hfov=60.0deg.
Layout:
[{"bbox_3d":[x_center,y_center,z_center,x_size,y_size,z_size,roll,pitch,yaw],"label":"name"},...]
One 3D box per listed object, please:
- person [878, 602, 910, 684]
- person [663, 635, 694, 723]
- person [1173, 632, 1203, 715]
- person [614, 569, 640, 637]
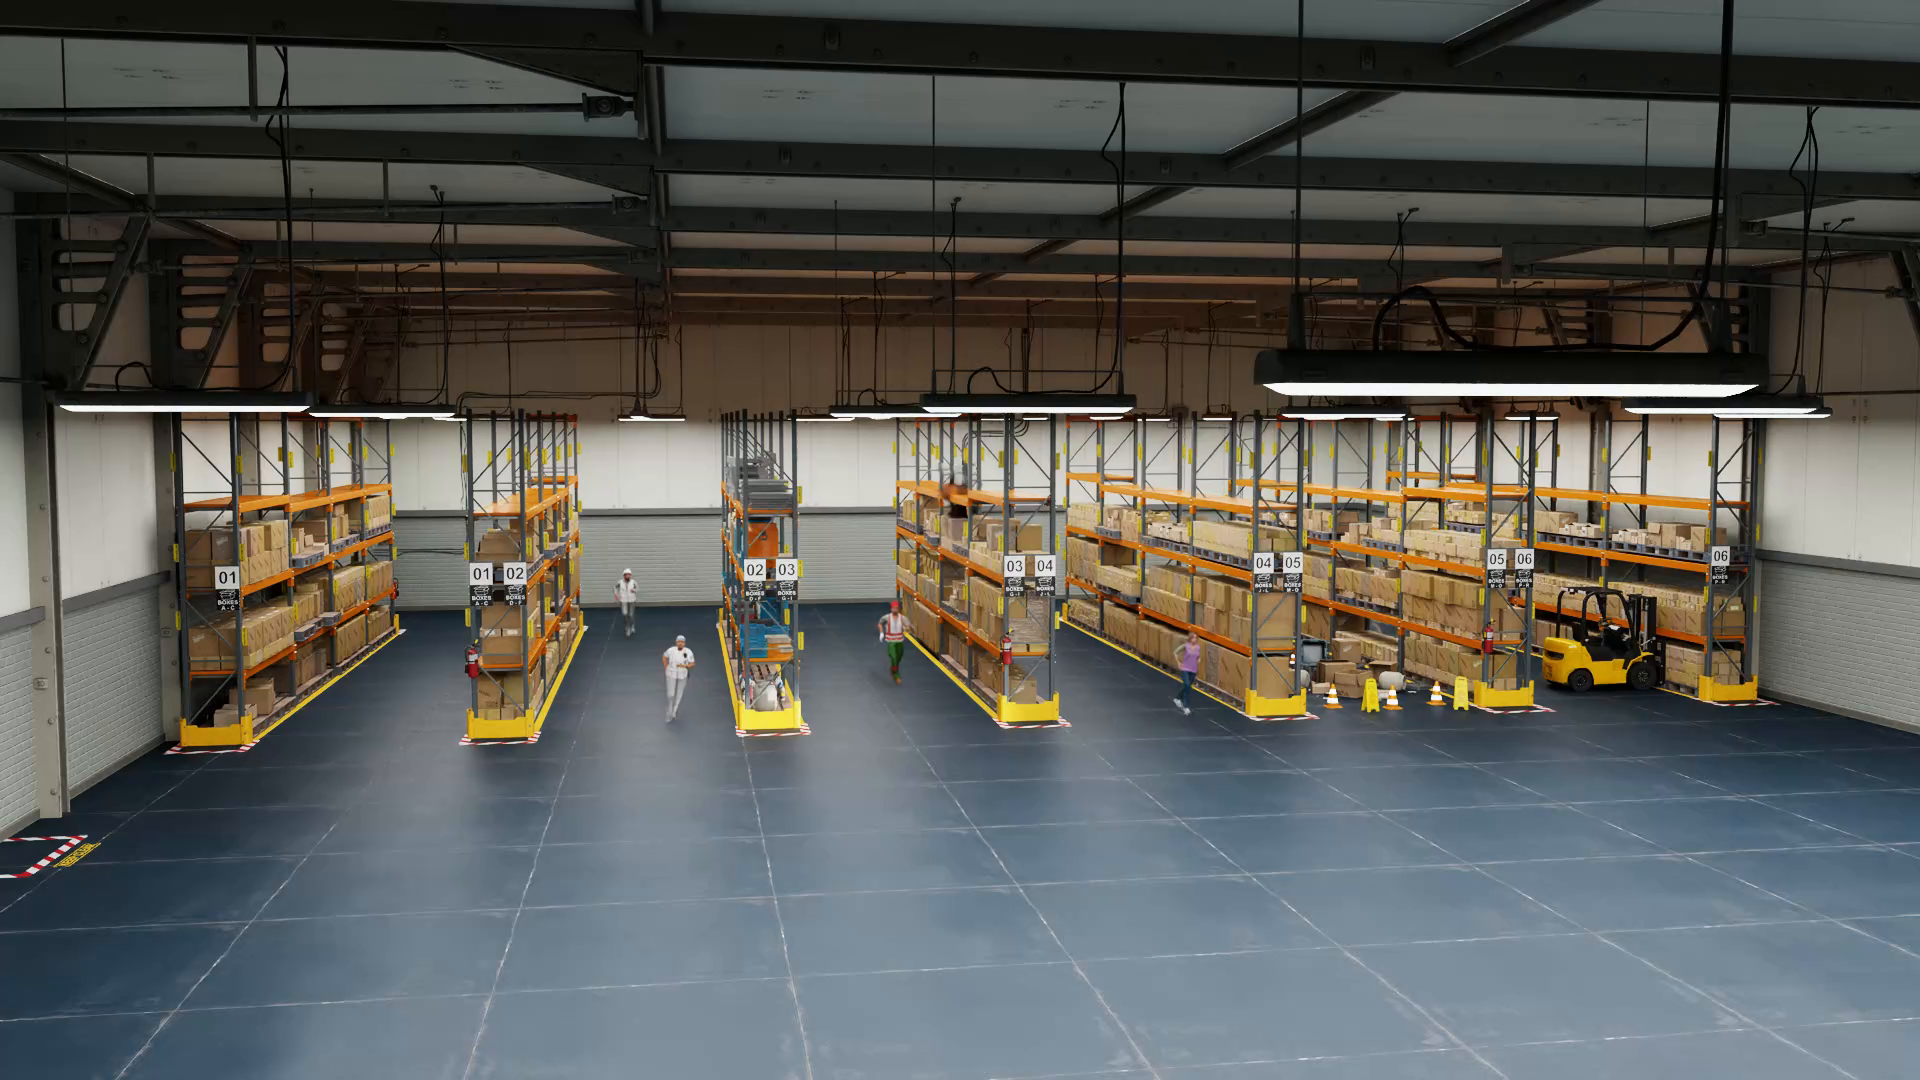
[{"bbox_3d":[-1.439,2.237,36.726,0.661,1.769,0.993,-1,4,-18],"label":"person"},{"bbox_3d":[-5.436,2.685,32.112,0.595,1.718,0.662,-1,4,-15],"label":"person"},{"bbox_3d":[4.559,2.627,33.111,0.568,1.599,0.826,-2,4,-21],"label":"person"},{"bbox_3d":[-9.050,1.691,45.192,0.677,1.819,0.864,-1,4,-16],"label":"person"}]
